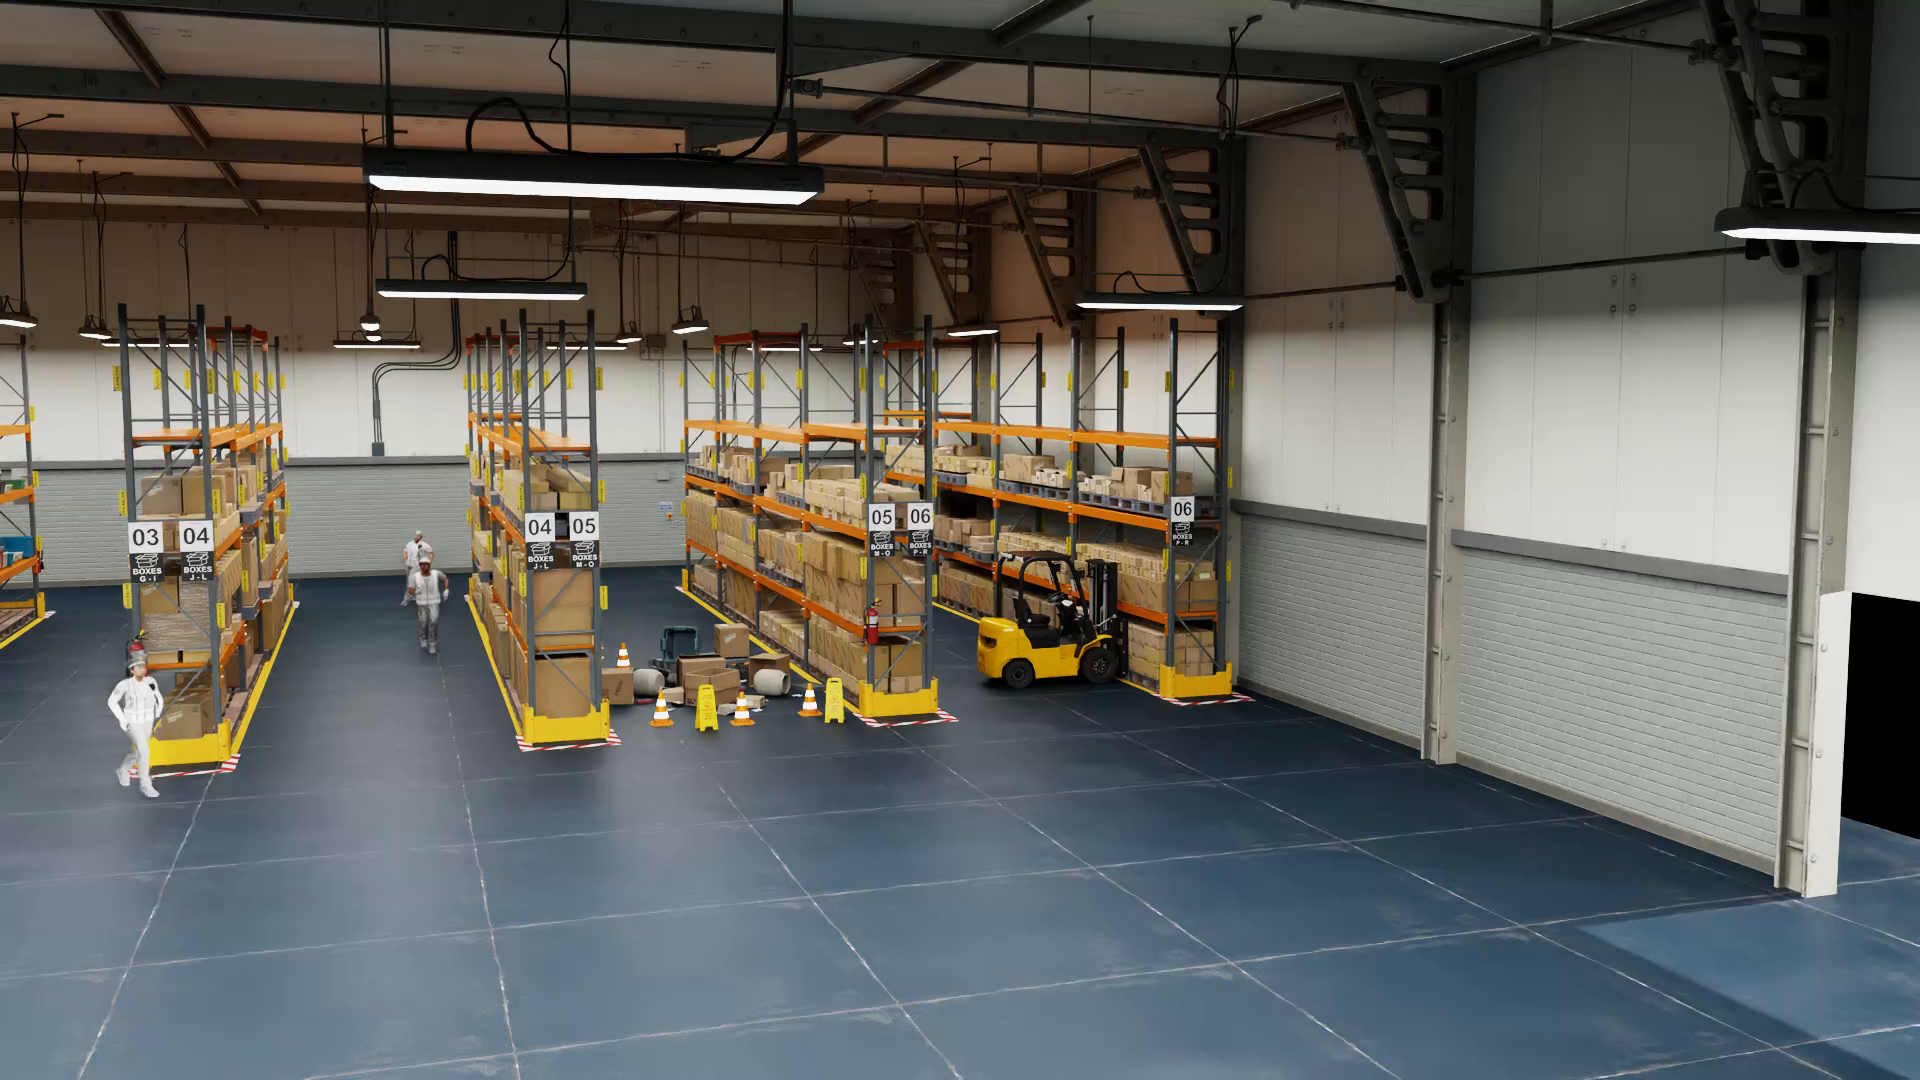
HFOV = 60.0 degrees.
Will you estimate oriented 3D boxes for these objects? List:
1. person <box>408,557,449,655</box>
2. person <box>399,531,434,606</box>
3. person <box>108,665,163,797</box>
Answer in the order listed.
[{"bbox_3d":[-9.814,1.203,30.729,0.694,1.806,0.899,-1,6,-12],"label":"person"},{"bbox_3d":[-12.353,0.622,37.593,0.643,1.657,0.841,2,6,19],"label":"person"},{"bbox_3d":[-10.009,2.254,20.261,0.833,1.650,0.614,3,6,30],"label":"person"}]
